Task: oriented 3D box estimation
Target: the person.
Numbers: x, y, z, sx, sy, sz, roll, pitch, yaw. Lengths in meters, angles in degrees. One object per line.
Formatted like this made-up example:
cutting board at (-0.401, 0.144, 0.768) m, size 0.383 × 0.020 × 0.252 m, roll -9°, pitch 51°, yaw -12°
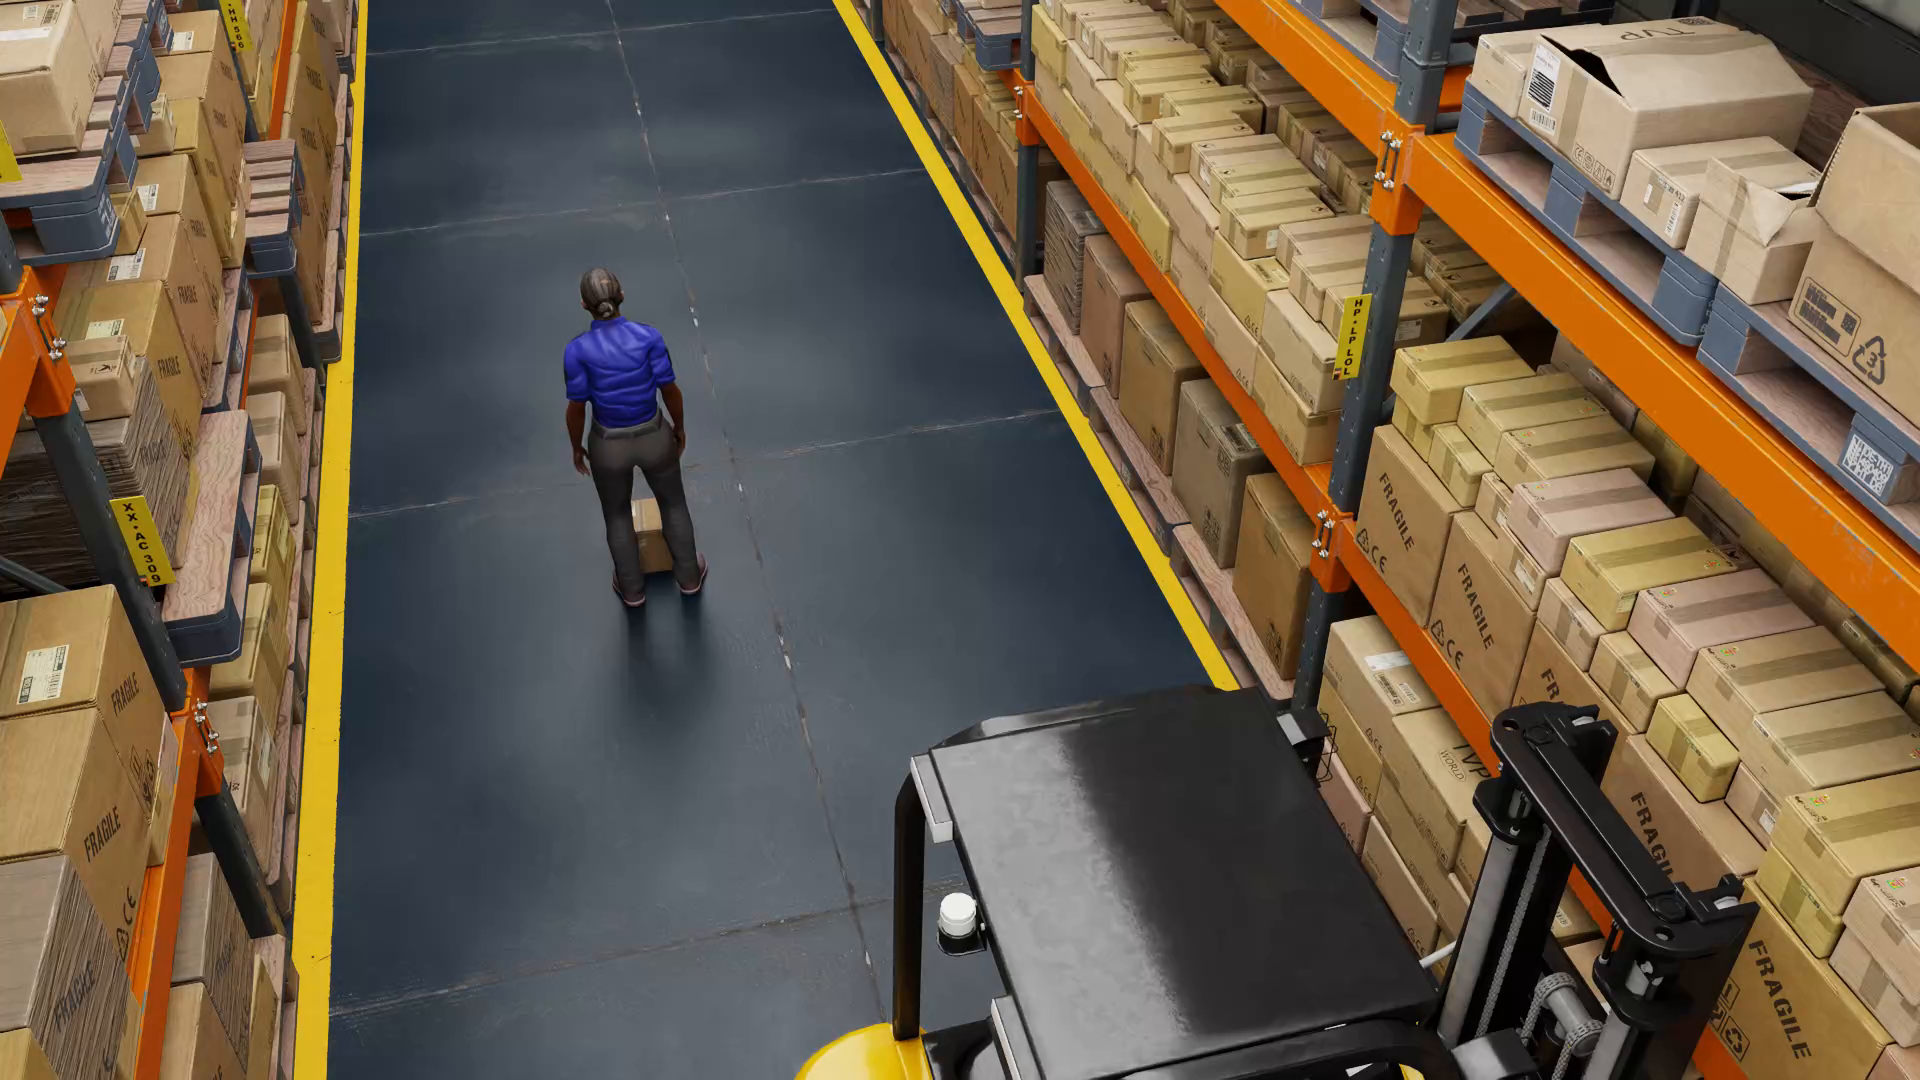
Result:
person at (-1.428, -0.428, 7.257) m, size 0.531 × 1.656 × 0.346 m, roll -11°, pitch 40°, yaw -14°
